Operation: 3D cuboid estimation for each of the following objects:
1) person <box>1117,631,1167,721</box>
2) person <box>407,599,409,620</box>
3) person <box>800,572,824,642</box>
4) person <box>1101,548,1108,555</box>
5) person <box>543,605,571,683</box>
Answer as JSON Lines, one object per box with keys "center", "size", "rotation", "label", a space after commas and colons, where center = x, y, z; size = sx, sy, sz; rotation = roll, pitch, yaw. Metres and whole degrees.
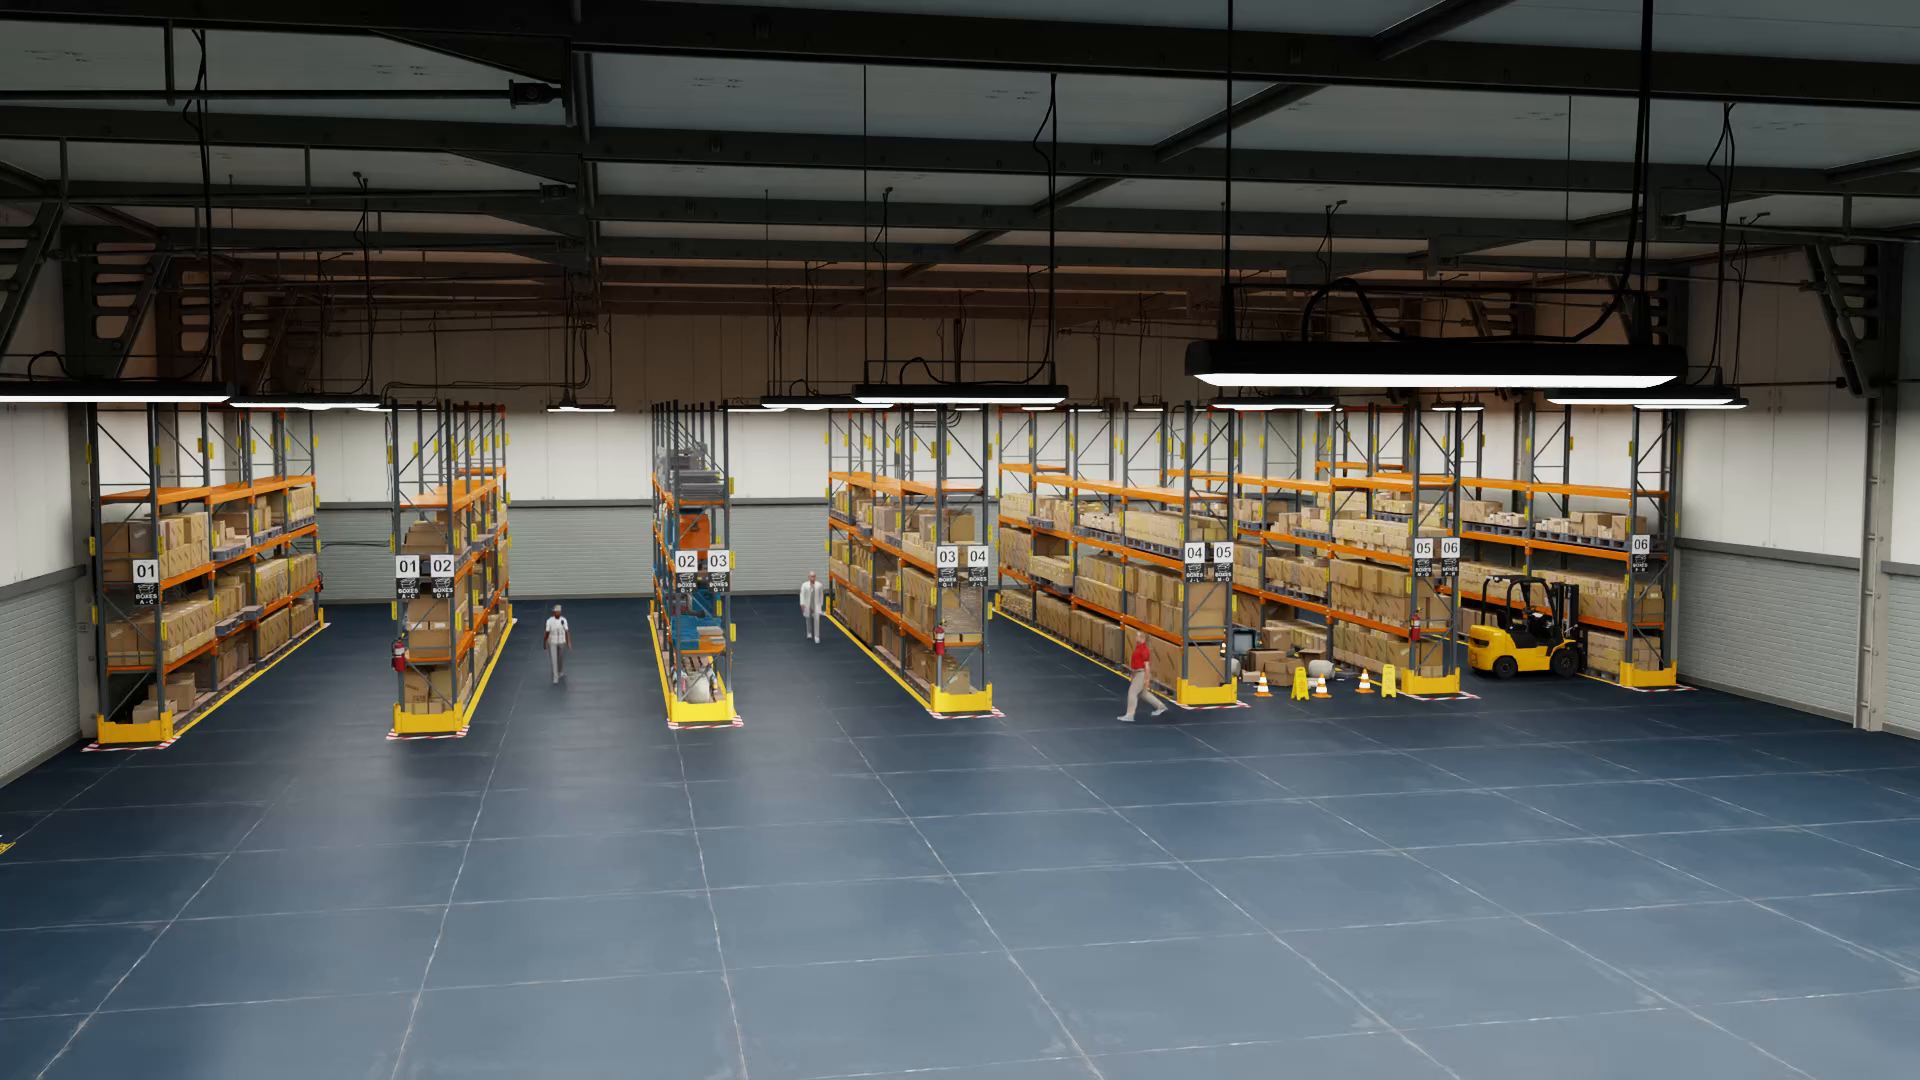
{"center": [3.414, 2.532, 31.051], "size": [1.019, 1.680, 0.538], "rotation": [-1, 4, -10], "label": "person"}
{"center": [-14.725, 1.560, 44.666], "size": [0.445, 1.599, 0.438], "rotation": [3, 5, 32], "label": "person"}
{"center": [-3.739, 1.670, 42.021], "size": [0.604, 1.717, 1.116], "rotation": [-1, 4, -8], "label": "person"}
{"center": [4.289, 1.044, 50.319], "size": [0.674, 1.764, 0.579], "rotation": [0, 4, -1], "label": "person"}
{"center": [-8.639, 2.198, 35.655], "size": [0.546, 1.625, 1.047], "rotation": [-2, 5, -21], "label": "person"}
